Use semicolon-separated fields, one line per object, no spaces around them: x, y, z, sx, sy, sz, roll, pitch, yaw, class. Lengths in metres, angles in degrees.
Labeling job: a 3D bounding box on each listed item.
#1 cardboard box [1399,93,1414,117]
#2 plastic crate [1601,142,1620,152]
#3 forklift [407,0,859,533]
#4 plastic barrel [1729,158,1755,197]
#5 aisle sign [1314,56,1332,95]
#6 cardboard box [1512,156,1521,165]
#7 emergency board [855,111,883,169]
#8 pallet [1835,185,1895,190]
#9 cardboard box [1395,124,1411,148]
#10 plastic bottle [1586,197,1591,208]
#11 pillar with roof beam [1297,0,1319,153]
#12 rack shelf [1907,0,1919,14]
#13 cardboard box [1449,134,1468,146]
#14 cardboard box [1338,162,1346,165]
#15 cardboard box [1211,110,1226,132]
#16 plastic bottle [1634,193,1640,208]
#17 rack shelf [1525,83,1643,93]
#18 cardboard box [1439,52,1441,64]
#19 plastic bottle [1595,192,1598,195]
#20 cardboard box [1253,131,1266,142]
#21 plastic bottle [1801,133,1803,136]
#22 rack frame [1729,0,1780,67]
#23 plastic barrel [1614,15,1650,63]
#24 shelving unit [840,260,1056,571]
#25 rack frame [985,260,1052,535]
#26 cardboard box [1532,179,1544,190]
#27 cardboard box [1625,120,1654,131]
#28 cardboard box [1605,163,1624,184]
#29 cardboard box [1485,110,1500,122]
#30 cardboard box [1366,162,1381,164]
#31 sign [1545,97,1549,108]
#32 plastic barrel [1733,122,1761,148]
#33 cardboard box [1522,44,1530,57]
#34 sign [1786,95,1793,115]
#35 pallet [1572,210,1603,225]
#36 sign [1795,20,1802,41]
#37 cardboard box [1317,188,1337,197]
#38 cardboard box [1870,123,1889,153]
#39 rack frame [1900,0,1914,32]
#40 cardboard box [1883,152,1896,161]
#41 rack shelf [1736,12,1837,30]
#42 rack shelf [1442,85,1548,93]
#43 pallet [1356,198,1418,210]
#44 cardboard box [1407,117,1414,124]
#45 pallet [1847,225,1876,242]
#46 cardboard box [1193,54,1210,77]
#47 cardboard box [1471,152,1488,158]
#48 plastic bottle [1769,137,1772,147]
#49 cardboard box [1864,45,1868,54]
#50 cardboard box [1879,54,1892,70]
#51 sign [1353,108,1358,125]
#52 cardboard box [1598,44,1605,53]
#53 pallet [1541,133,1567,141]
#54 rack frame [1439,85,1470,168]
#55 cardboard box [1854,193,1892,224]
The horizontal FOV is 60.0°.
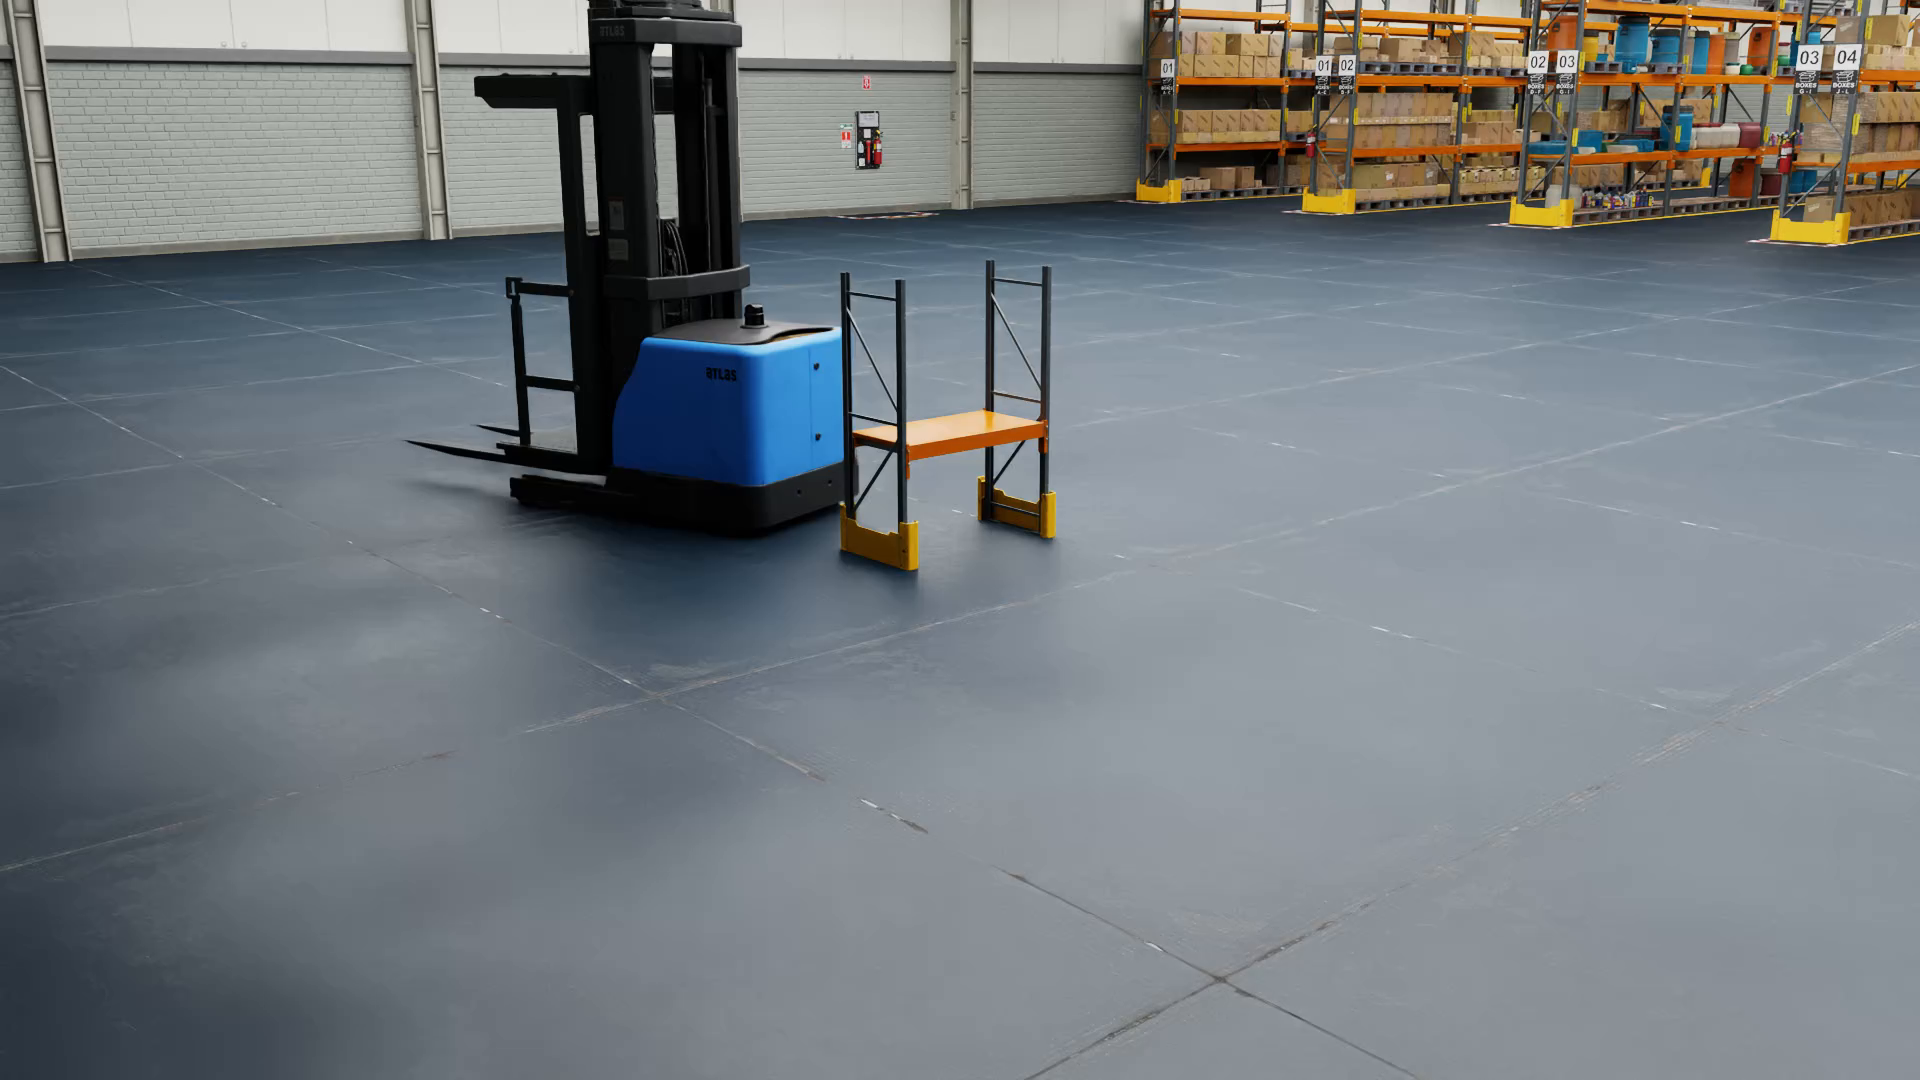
9.411;-9.467;36.172;0.500;0.500;0.700;-13;19;-39;cardboard box
12.917;-7.881;33.353;0.662;0.188;0.450;-13;19;-39;plastic crate
-2.132;-1.717;10.000;3.031;2.935;1.130;9;17;30;forklift
17.502;-8.077;37.066;0.708;0.830;0.600;-13;19;-39;plastic barrel
7.618;-9.748;34.894;0.004;0.787;0.394;-13;19;-39;aisle sign
15.836;-10.892;48.246;0.500;0.500;0.700;-13;20;-40;cardboard box
-1.850;-8.269;34.394;0.643;1.169;0.194;-13;19;-39;emergency board
22.531;-8.712;41.456;1.213;0.211;1.003;-13;19;-39;pallet
9.387;-8.834;36.314;0.500;0.500;0.700;-12;19;-38;cardboard box
12.615;-6.778;33.382;0.097;0.201;0.097;0;15;0;plastic bottle
11.918;-12.773;39.632;0.400;9.000;9.100;-13;19;-39;pillar with roof beam
18.887;-9.891;31.010;4.000;0.370;1.077;-13;19;-39;rack shelf
11.221;-9.143;37.957;0.500;0.250;0.500;-11;19;-36;cardboard box
9.667;-9.573;43.268;0.500;0.500;0.700;-13;20;-39;cardboard box
5.936;-9.900;39.298;0.500;0.500;0.500;-13;20;-41;cardboard box
13.590;-6.825;33.401;0.133;0.283;0.061;-11;19;-36;plastic bottle
15.404;-11.242;41.104;4.000;0.370;1.077;-13;19;-39;rack shelf
12.545;-12.918;44.940;0.500;0.500;0.700;-13;20;-40;cardboard box
12.951;-6.951;33.871;0.133;0.283;0.061;-12;19;-37;plastic bottle
7.084;-9.802;40.387;0.500;0.250;0.500;-13;19;-39;cardboard box
19.144;-9.115;37.801;0.135;0.276;0.152;-13;19;-39;plastic bottle
17.144;-11.735;35.744;0.127;3.000;1.000;-13;19;-39;rack frame
13.305;-9.905;32.922;0.708;0.901;0.600;-13;19;-39;plastic barrel
-0.058;-0.712;9.008;1.083;1.500;0.587;-13;19;-39;shelving unit
0.319;-0.796;9.325;0.032;1.500;0.500;-13;19;-39;rack frame
13.658;-8.539;39.919;0.500;0.250;0.500;-12;19;-38;cardboard box
17.476;-10.560;42.779;0.500;0.500;0.500;-12;19;-38;cardboard box
16.729;-9.344;42.411;0.500;0.500;0.500;-13;20;-40;cardboard box
14.632;-11.799;47.027;0.700;0.700;0.980;-13;20;-41;cardboard box
9.192;-8.088;36.779;0.500;0.500;0.500;-13;19;-39;cardboard box
17.021;-12.686;48.228;0.005;0.325;0.100;-13;19;-39;sign
16.993;-8.764;35.985;0.708;0.536;0.600;-13;19;-39;plastic barrel
15.918;-13.851;47.308;0.500;0.500;0.500;-12;19;-38;cardboard box
14.011;-7.340;28.061;0.005;0.325;0.100;-13;19;-39;sign
11.752;-6.292;32.398;1.213;0.211;1.003;-13;19;-39;pallet
14.011;-8.505;27.750;0.005;0.325;0.100;-13;19;-39;sign
8.071;-7.469;35.913;0.500;0.250;0.500;-13;19;-39;cardboard box
15.497;-6.981;28.802;0.500;0.500;0.875;-13;19;-39;cardboard box
17.378;-10.093;29.597;0.127;3.000;1.000;-13;19;-39;rack frame
15.927;-6.632;28.754;0.250;0.149;0.380;-13;19;-39;cardboard box
18.653;-11.533;37.156;4.000;0.370;1.077;-13;19;-39;rack shelf
15.167;-12.883;47.249;4.000;0.370;1.077;-13;19;-39;rack shelf
9.330;-7.442;36.702;1.213;0.211;1.003;-13;19;-39;pallet
9.656;-9.137;36.193;0.250;0.149;0.380;-12;19;-38;cardboard box
15.054;-5.313;28.732;1.213;0.211;1.003;-13;19;-39;pallet
5.451;-11.009;38.607;0.500;0.500;0.500;-11;19;-36;cardboard box
14.668;-10.880;46.944;0.250;0.149;0.380;-12;19;-38;cardboard box
17.862;-8.781;36.698;0.097;0.201;0.097;0;15;0;plastic bottle
14.720;-8.088;27.421;0.250;0.149;0.380;-13;20;-40;cardboard box
15.278;-8.013;27.915;0.500;0.250;0.500;-13;20;-41;cardboard box
8.220;-8.793;34.526;0.005;0.325;0.100;-13;19;-39;sign
15.480;-11.930;41.086;0.600;0.600;0.600;-14;20;-41;cardboard box
14.361;-9.837;40.636;1.003;0.211;1.213;-13;19;-39;pallet
13.658;-11.442;46.275;0.127;3.000;1.000;-13;19;-39;rack frame
16.206;-5.911;29.595;0.500;0.500;0.500;14;20;42;cardboard box
